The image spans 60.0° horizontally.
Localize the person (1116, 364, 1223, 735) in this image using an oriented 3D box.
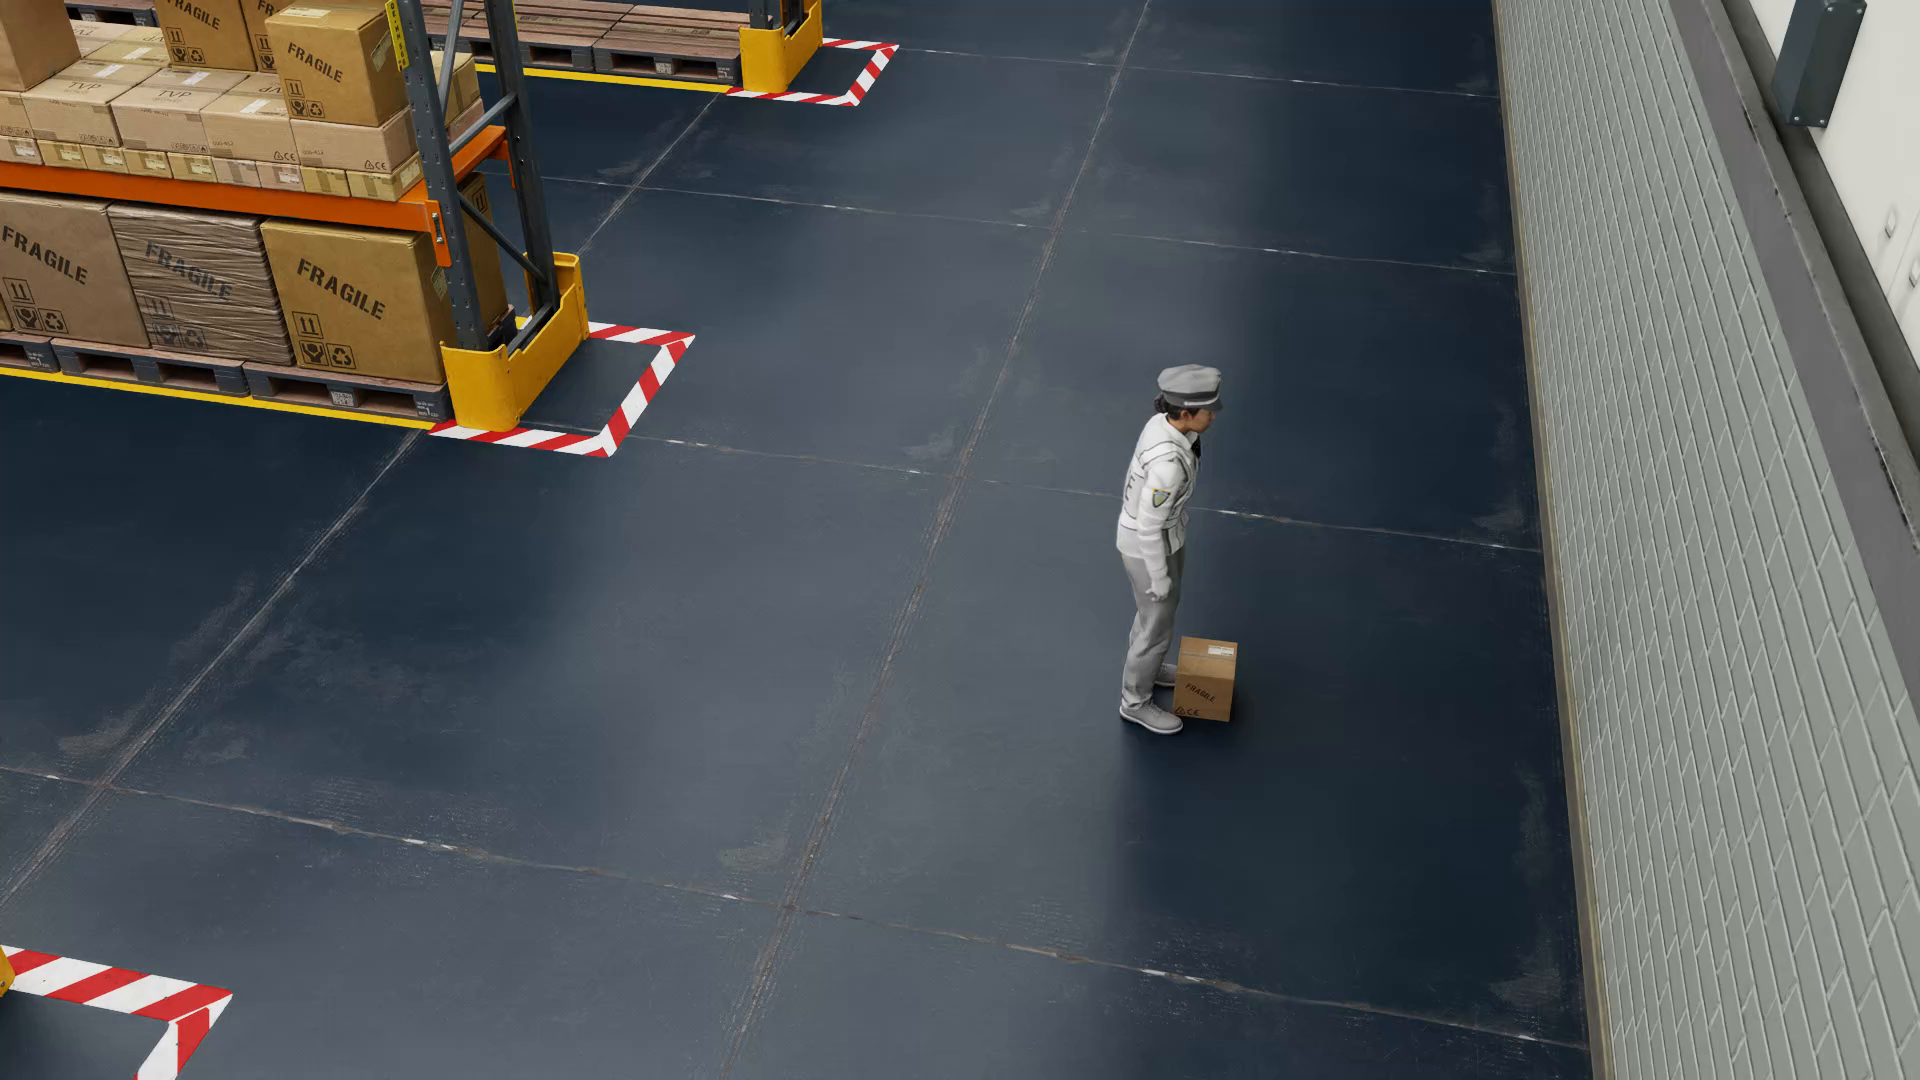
[{"bbox_3d":[0.839,0.023,6.929,0.376,1.663,0.527,7,37,10],"label":"person"}]
